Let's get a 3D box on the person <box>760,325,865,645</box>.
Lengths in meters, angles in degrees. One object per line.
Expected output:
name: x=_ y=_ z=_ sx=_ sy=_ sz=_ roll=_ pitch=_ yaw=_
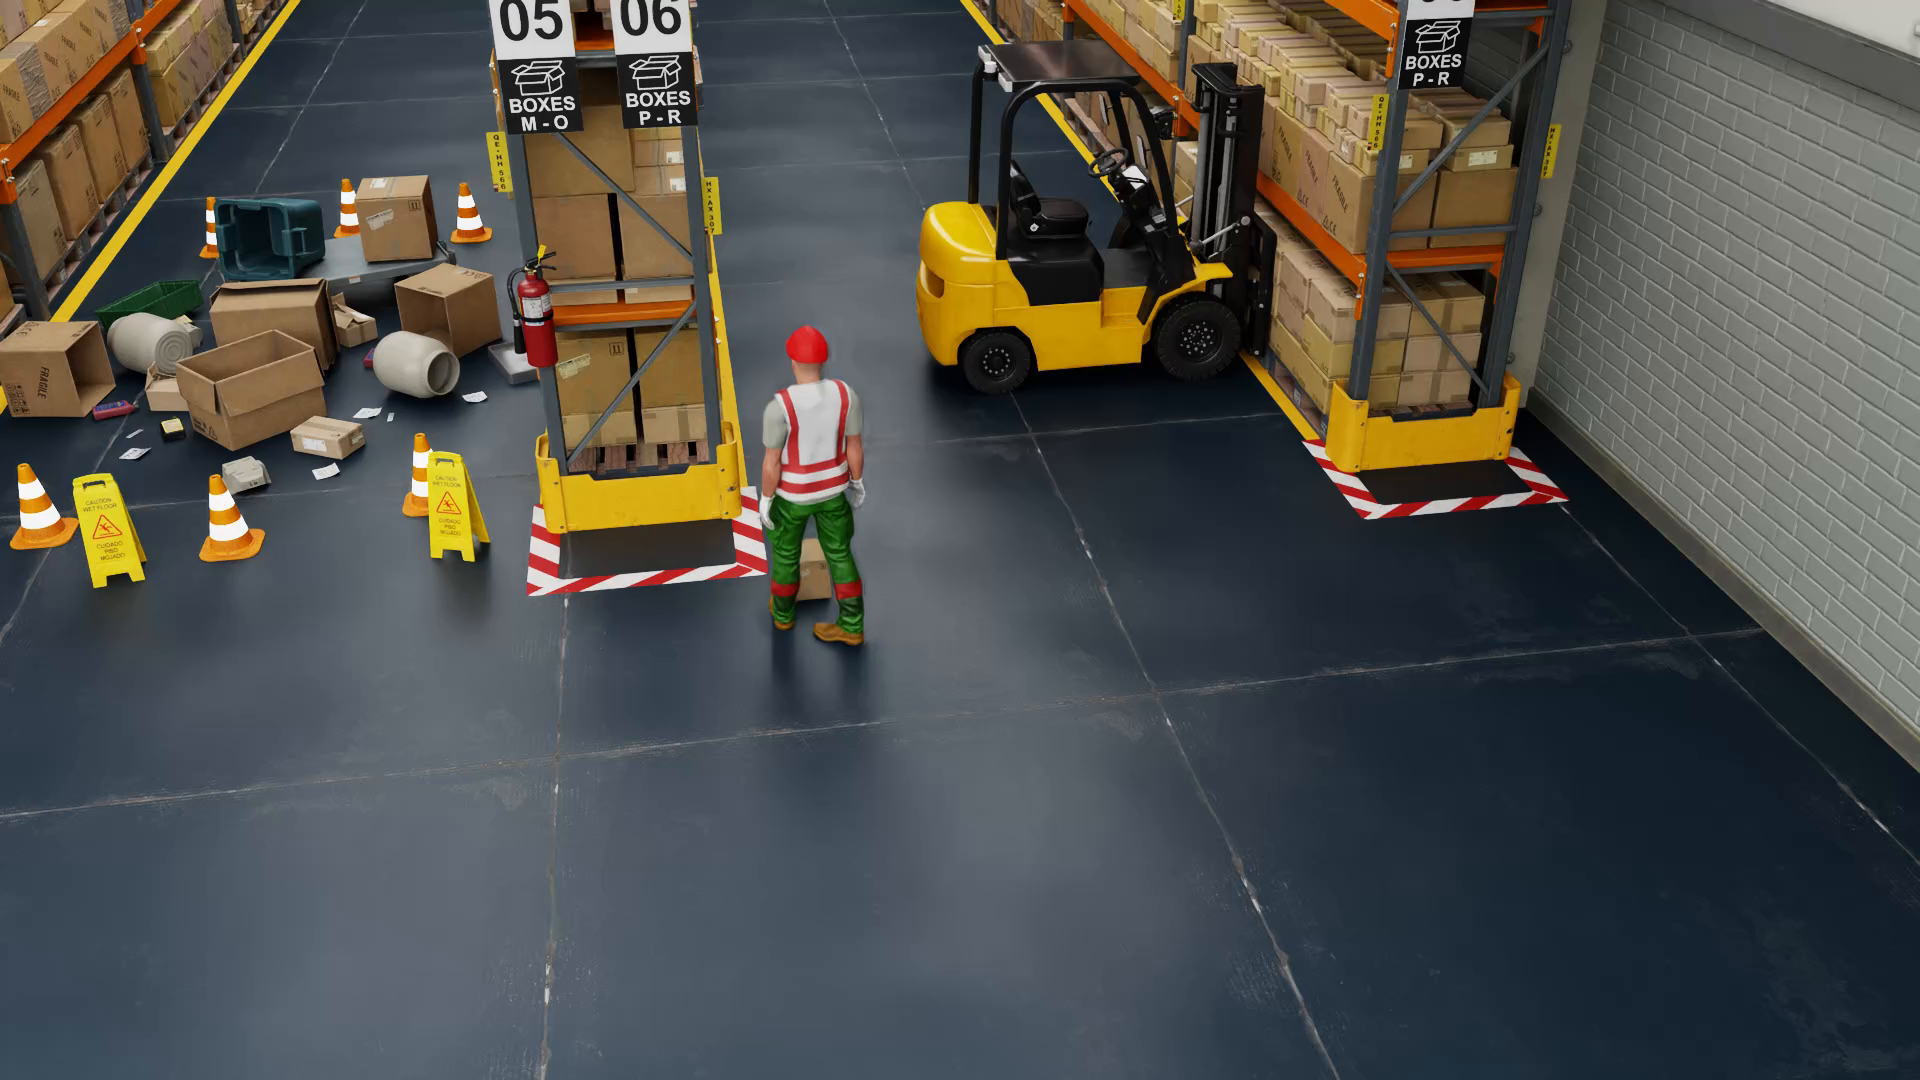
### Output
person: x=-0.808 y=-0.299 z=8.622 sx=0.574 sy=1.786 sz=0.618 roll=-15 pitch=33 yaw=-23
